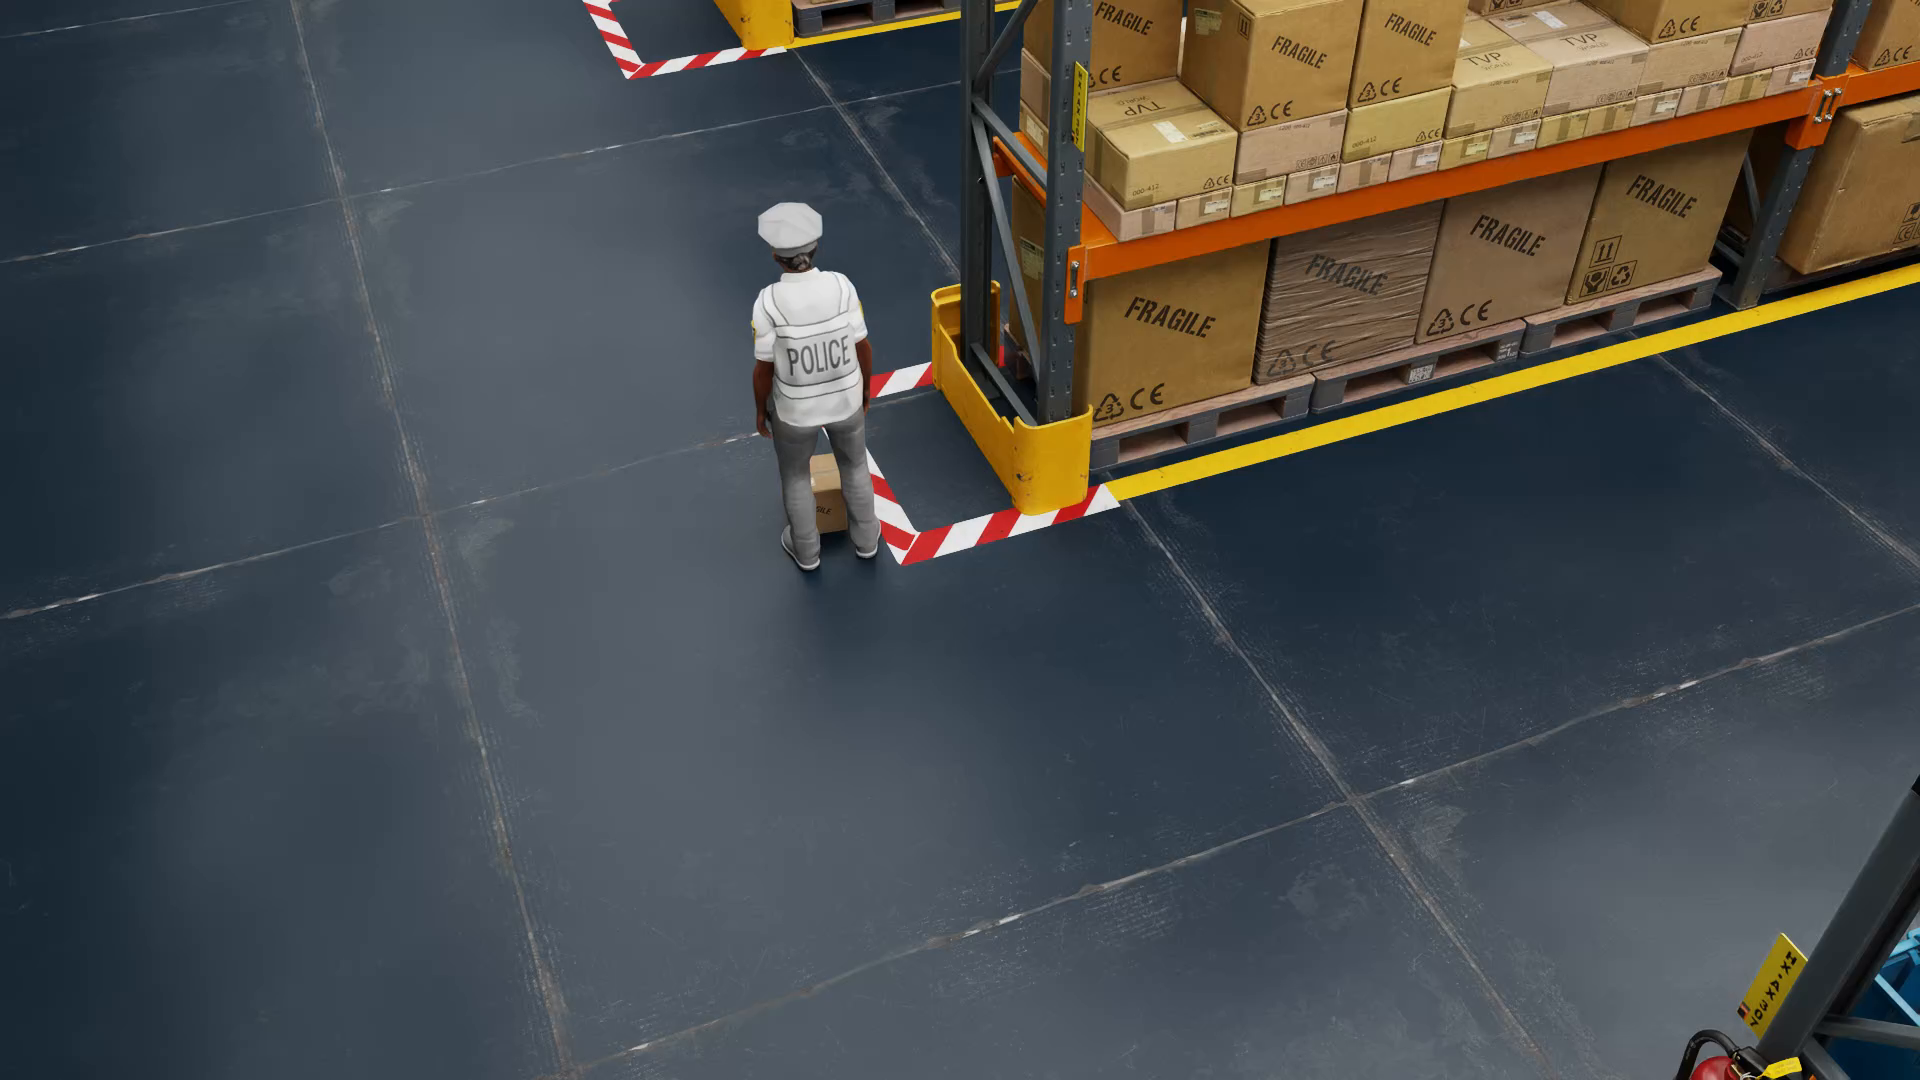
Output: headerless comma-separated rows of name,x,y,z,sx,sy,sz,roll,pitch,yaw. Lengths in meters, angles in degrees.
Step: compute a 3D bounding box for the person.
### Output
person,-0.582,-0.572,6.795,0.530,1.660,0.398,-13,44,-14
